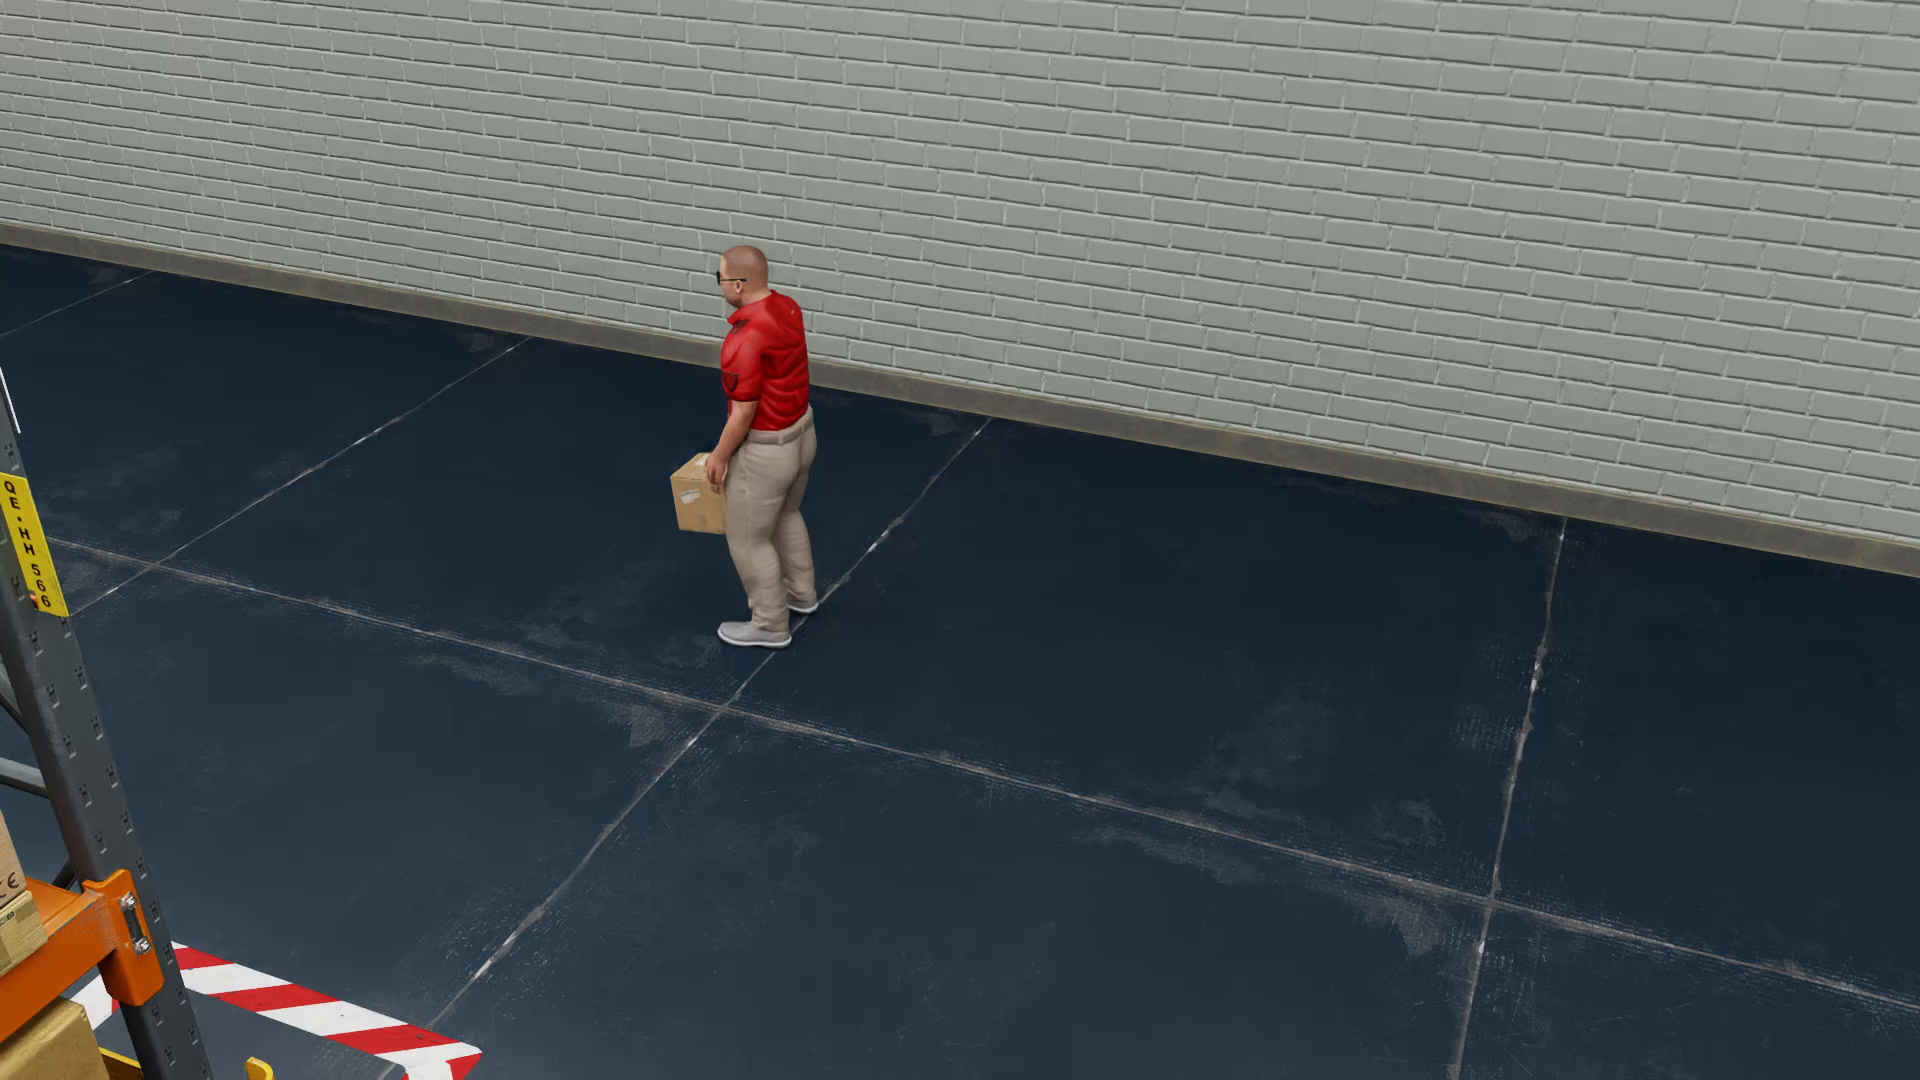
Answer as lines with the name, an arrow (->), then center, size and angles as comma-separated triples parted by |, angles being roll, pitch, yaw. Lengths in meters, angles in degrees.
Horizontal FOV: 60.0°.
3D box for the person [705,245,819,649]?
person -> -0.809, -0.378, 6.806 | 0.393, 1.732, 0.554 | 11, 31, 18
